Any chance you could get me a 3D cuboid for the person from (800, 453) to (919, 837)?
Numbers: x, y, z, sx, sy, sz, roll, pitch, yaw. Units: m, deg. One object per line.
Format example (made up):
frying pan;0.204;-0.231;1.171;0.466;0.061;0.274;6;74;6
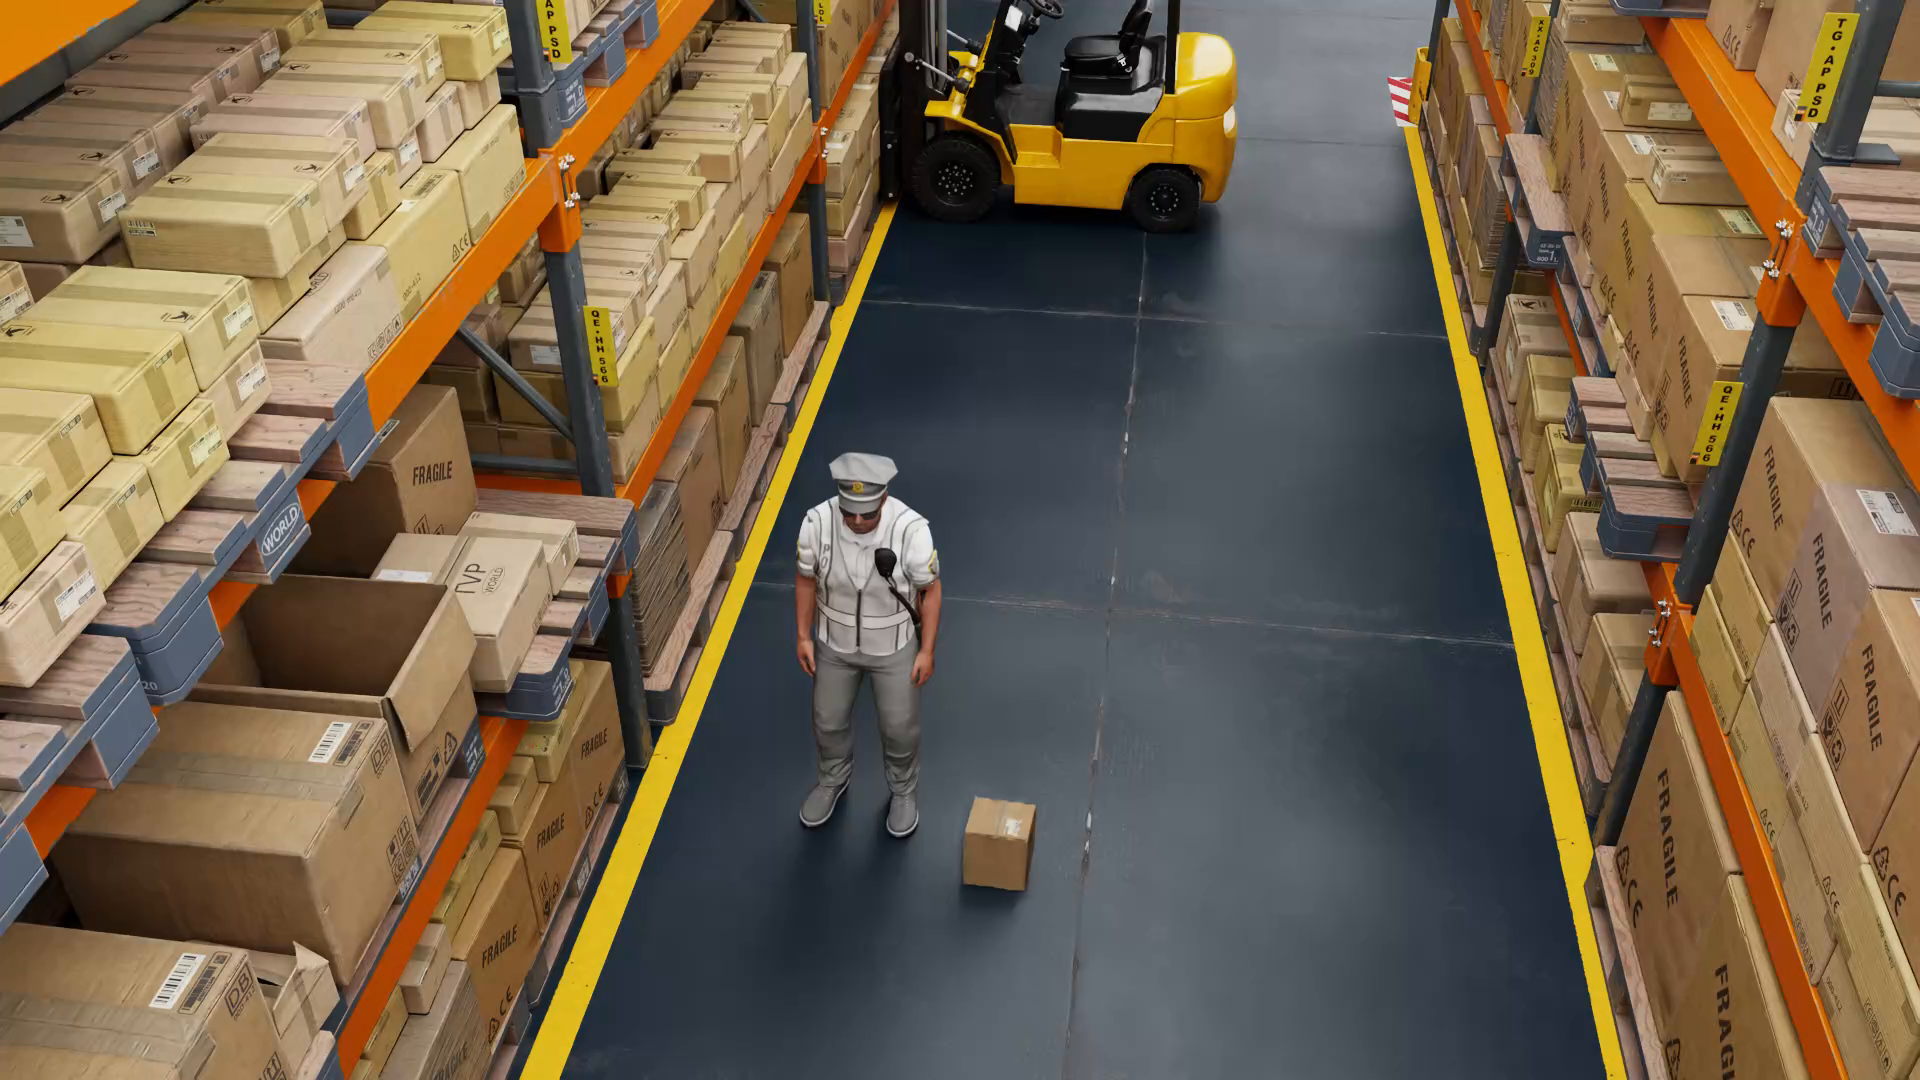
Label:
person;-0.408;0.413;6.463;0.495;1.748;0.324;6;36;8
